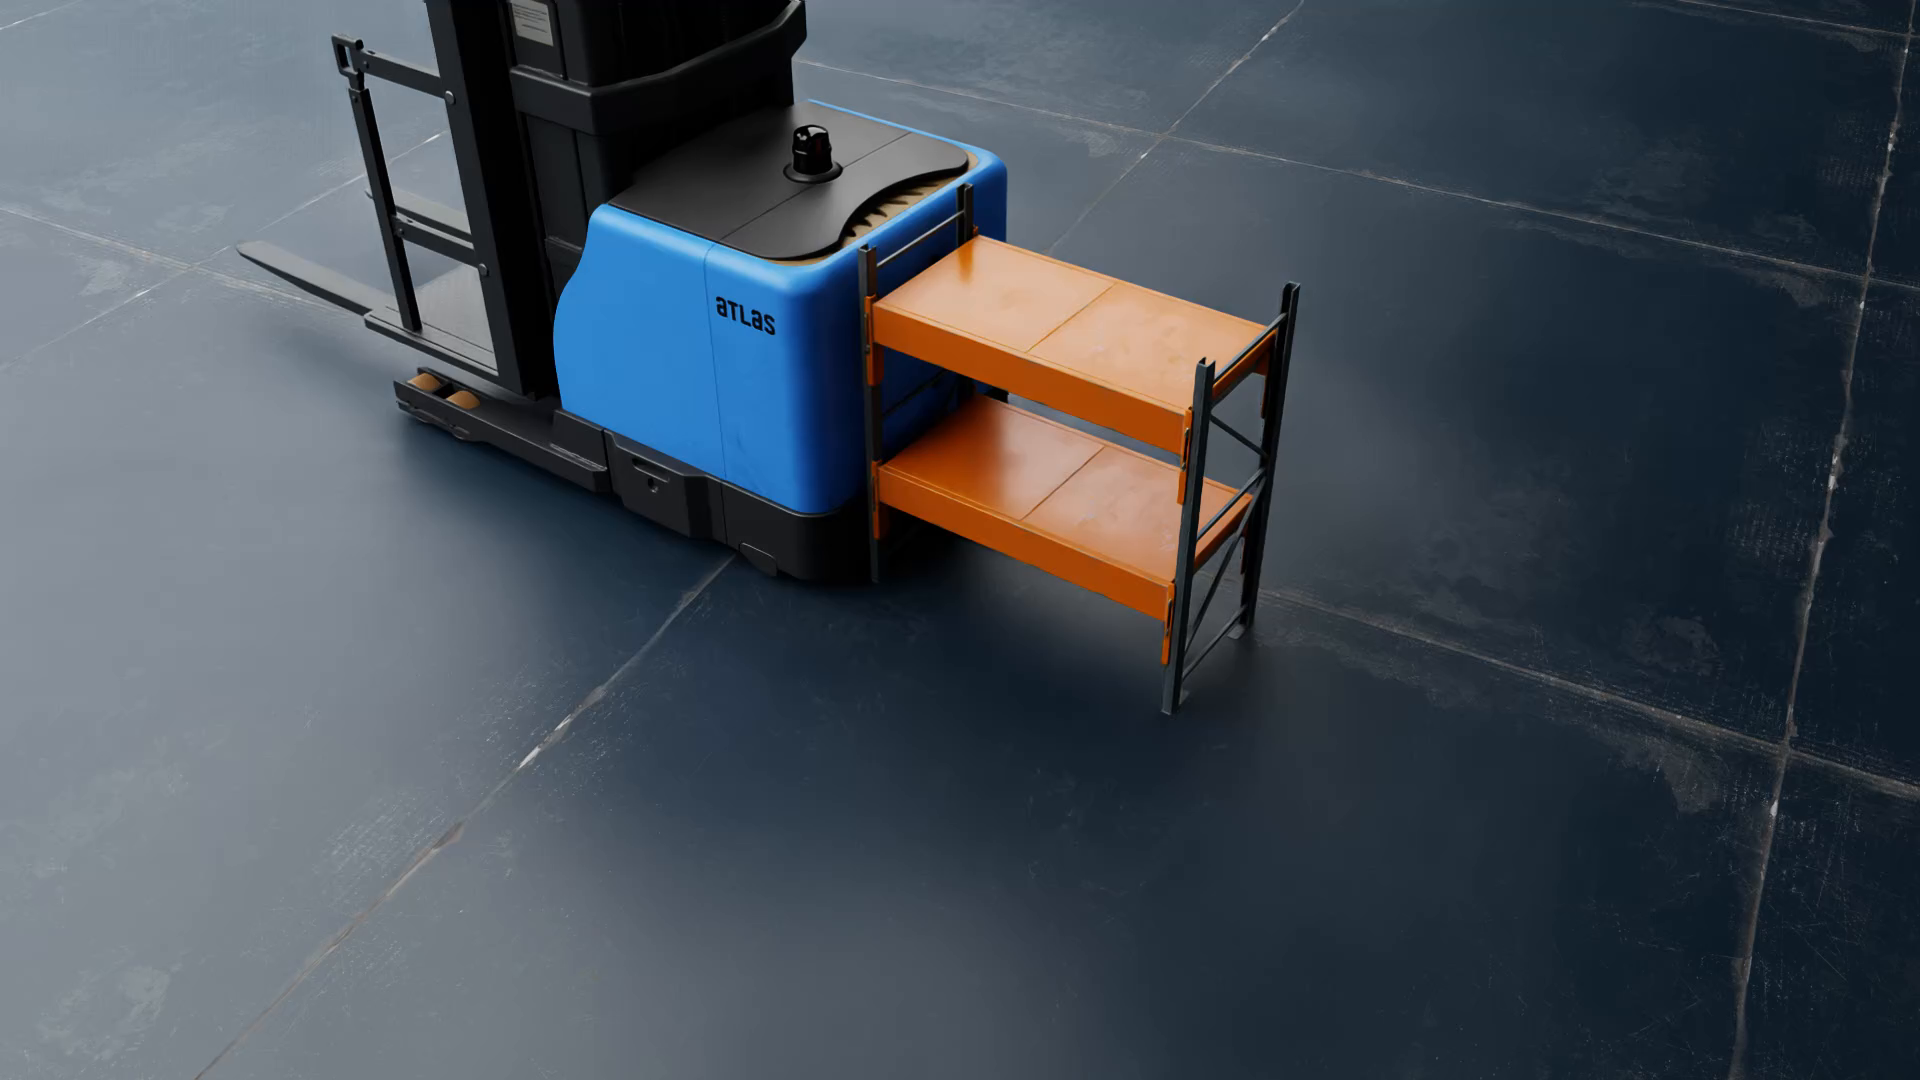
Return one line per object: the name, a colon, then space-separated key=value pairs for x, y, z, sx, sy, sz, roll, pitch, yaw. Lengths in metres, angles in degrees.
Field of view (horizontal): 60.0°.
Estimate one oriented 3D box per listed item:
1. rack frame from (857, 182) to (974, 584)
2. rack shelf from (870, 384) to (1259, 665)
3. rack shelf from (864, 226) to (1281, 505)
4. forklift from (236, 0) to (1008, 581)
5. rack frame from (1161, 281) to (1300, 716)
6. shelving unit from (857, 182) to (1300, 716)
rack frame: x=-0.116 y=-0.442 z=4.902 sx=0.032 sy=1.125 sz=0.500 roll=23 pitch=43 yaw=27
rack shelf: x=0.299 y=-0.070 z=4.817 sx=1.000 sy=0.278 sz=0.538 roll=23 pitch=43 yaw=27
rack shelf: x=0.299 y=-0.498 z=4.492 sx=1.000 sy=0.278 sz=0.538 roll=23 pitch=43 yaw=27
forklift: x=-1.340 y=-1.747 z=5.127 sx=3.031 sy=2.935 sz=1.130 roll=23 pitch=43 yaw=27
rack frame: x=0.715 y=-0.088 z=4.436 sx=0.032 sy=1.125 sz=0.500 roll=23 pitch=43 yaw=27
shelving unit: x=0.299 y=-0.265 z=4.669 sx=1.048 sy=1.125 sz=0.538 roll=23 pitch=43 yaw=27
